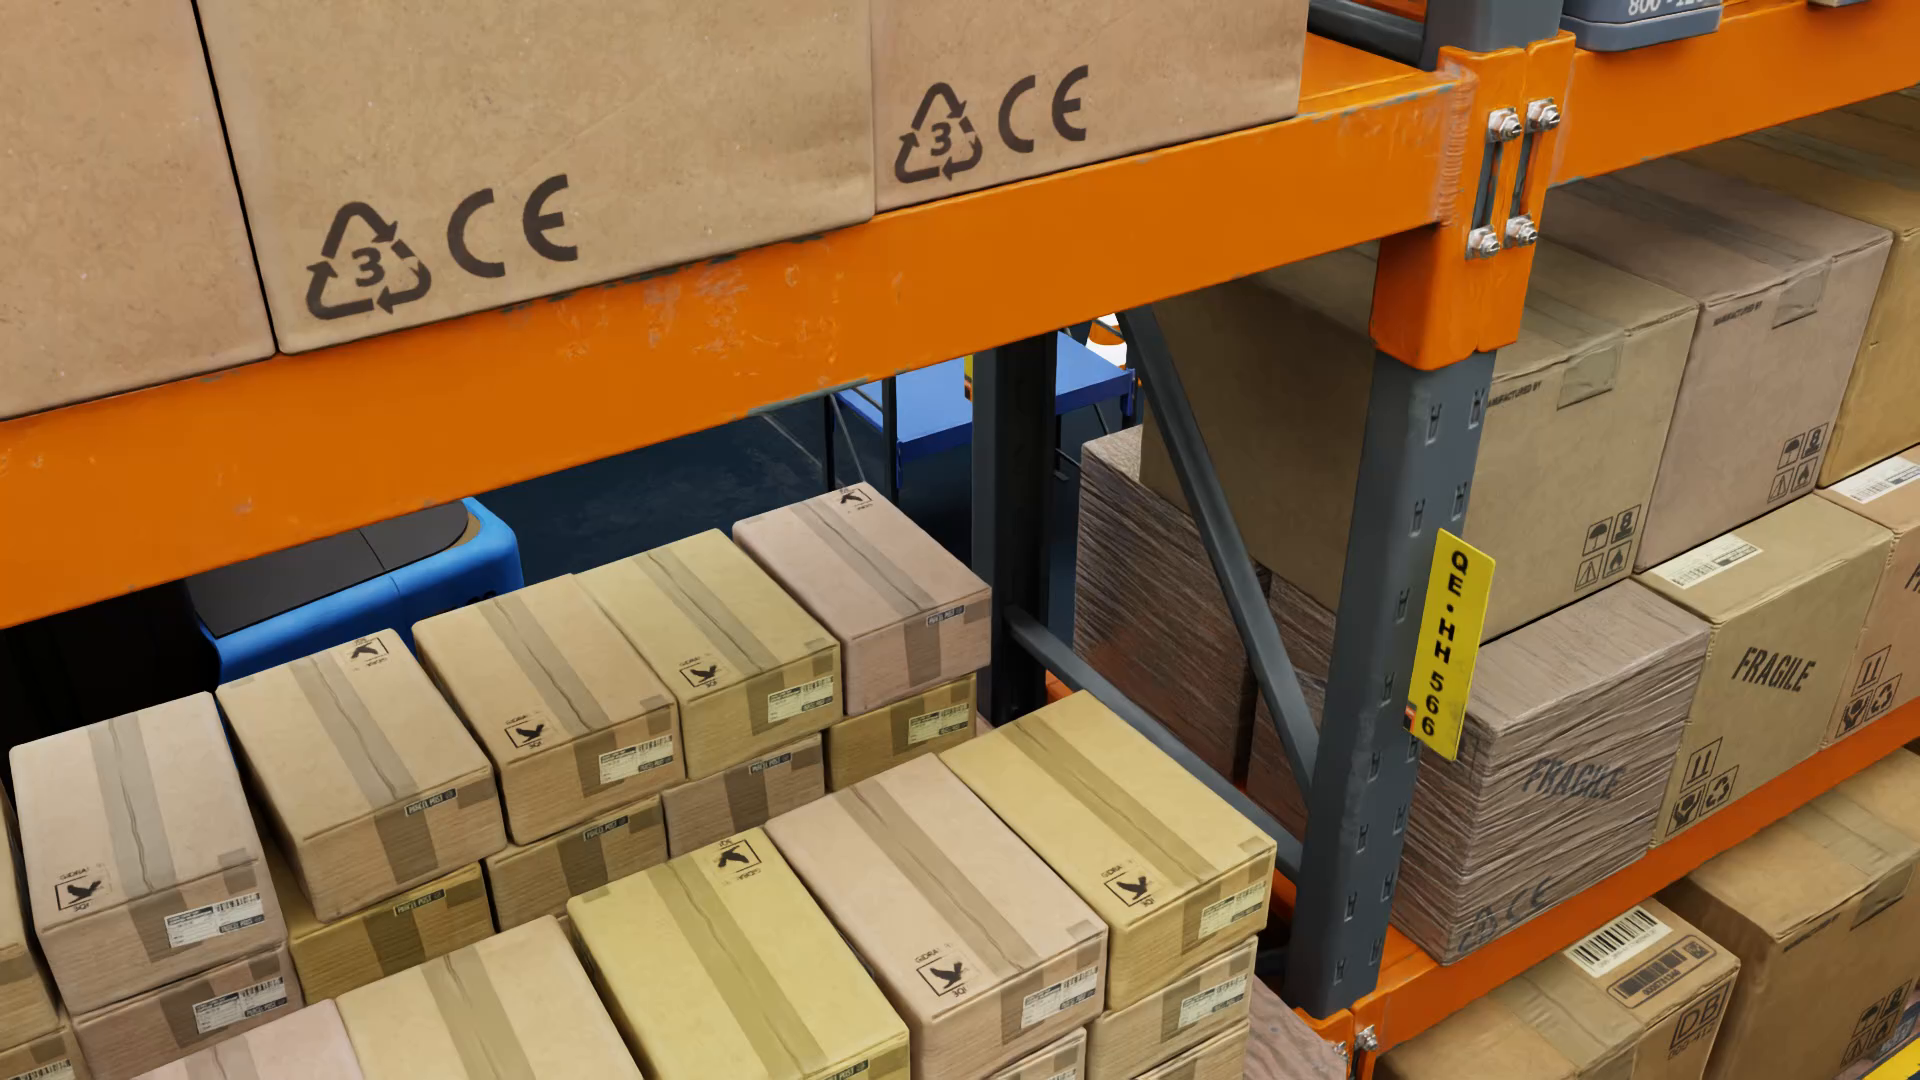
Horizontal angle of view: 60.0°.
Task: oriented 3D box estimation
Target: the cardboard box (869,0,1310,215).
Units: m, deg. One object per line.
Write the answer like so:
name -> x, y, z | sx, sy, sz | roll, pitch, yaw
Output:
cardboard box -> -0.002, -0.675, 1.603 | 0.500, 0.500, 0.500 | -19, 37, -27

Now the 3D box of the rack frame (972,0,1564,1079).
rack frame -> 0.342, 0.359, 2.870 | 0.053, 2.616, 0.949 | -19, 37, -27

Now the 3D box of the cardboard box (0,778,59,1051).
cardboard box -> -1.257, 0.462, 1.991 | 0.250, 0.149, 0.380 | -18, 36, -26

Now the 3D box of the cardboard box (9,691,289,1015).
cardboard box -> -1.035, 0.384, 2.114 | 0.250, 0.149, 0.380 | -17, 36, -25

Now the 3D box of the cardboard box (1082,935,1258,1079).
cardboard box -> 0.172, 0.507, 2.198 | 0.250, 0.149, 0.380 | -18, 37, -26

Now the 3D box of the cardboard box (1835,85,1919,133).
cardboard box -> 2.007, -0.677, 3.481 | 0.500, 0.500, 0.700 | -19, 37, -28

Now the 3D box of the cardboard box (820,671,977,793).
cardboard box -> -0.174, 0.210, 2.669 | 0.250, 0.149, 0.380 | -17, 36, -25

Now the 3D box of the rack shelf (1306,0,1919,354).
rack shelf -> 2.021, -1.185, 3.180 | 4.000, 0.370, 1.077 | -19, 37, -27

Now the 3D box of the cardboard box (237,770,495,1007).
cardboard box -> -0.836, 0.441, 2.303 | 0.250, 0.149, 0.380 | -19, 37, -27

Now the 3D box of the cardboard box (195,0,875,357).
cardboard box -> -0.415, -0.524, 1.364 | 0.500, 0.500, 0.500 | -19, 37, -27

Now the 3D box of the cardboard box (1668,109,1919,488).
cardboard box -> 1.578, -0.529, 3.247 | 0.500, 0.500, 0.700 | -20, 37, -28

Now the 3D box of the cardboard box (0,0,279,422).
cardboard box -> -0.838, -0.382, 1.138 | 0.500, 0.500, 0.500 | -19, 37, -27

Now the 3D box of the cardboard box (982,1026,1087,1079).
cardboard box -> -0.052, 0.585, 2.074 | 0.250, 0.149, 0.380 | -18, 36, -26

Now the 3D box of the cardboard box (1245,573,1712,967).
cardboard box -> 0.864, 0.306, 2.859 | 0.500, 0.500, 0.500 | -19, 37, -27

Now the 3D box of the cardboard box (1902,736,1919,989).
cardboard box -> 2.417, 0.472, 4.406 | 0.750, 0.750, 1.050 | -19, 37, -27

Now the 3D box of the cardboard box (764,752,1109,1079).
cardboard box -> -0.035, 0.453, 2.004 | 0.250, 0.149, 0.380 | -19, 37, -28

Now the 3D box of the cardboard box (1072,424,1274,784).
cardboard box -> 0.574, 0.064, 3.243 | 0.500, 0.500, 0.500 | -19, 37, -27

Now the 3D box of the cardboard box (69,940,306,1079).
cardboard box -> -1.046, 0.512, 2.189 | 0.250, 0.149, 0.380 | -19, 37, -27

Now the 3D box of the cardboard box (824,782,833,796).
cardboard box -> -0.371, 0.402, 2.643 | 0.250, 0.149, 0.380 | -17, 36, -25

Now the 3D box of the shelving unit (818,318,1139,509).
shelving unit -> 0.072, -0.659, 5.889 | 1.048, 1.500, 0.538 | -19, 37, -27

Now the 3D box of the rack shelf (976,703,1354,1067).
rack shelf -> -1.341, 1.240, 2.148 | 4.000, 0.370, 1.077 | -19, 37, -27

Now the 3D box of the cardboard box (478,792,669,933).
cardboard box -> -0.624, 0.368, 2.419 | 0.250, 0.149, 0.380 | -20, 37, -29

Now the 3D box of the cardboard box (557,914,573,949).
cardboard box -> -0.597, 0.480, 2.519 | 0.250, 0.149, 0.380 | -17, 36, -25

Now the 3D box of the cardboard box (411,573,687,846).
cardboard box -> -0.586, 0.229, 2.360 | 0.250, 0.149, 0.380 | -19, 37, -28

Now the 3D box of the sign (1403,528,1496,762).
sign -> 0.642, 0.142, 2.203 | 0.005, 0.325, 0.100 | -19, 37, -27

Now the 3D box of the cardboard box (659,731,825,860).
cardboard box -> -0.401, 0.289, 2.543 | 0.250, 0.149, 0.380 | -17, 36, -25

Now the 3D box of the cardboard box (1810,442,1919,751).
cardboard box -> 1.714, 0.012, 3.325 | 0.500, 0.500, 0.500 | -19, 37, -27

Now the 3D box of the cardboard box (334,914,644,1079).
cardboard box -> -0.478, 0.608, 1.759 | 0.250, 0.149, 0.380 | -18, 36, -26

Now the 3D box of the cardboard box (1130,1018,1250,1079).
cardboard box -> 0.175, 0.635, 2.274 | 0.250, 0.149, 0.380 | -18, 37, -27

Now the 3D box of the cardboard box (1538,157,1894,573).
cardboard box -> 1.148, -0.380, 3.010 | 0.500, 0.500, 0.700 | -20, 37, -28

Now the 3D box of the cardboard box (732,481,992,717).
cardboard box -> -0.157, 0.082, 2.592 | 0.250, 0.149, 0.380 | -19, 37, -27

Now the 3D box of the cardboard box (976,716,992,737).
cardboard box -> -0.145, 0.325, 2.766 | 0.250, 0.149, 0.380 | -20, 37, -28

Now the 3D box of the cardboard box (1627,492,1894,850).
cardboard box -> 1.290, 0.158, 3.094 | 0.500, 0.500, 0.500 | -19, 37, -28

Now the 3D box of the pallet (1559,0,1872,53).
pallet -> 0.853, -1.041, 2.455 | 1.003, 0.211, 1.213 | -17, 36, -25

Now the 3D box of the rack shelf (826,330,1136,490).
rack shelf -> 0.072, -0.507, 5.985 | 1.000, 0.185, 0.538 | -19, 37, -27

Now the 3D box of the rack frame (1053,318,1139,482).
rack frame -> 0.499, -0.806, 6.122 | 0.032, 1.500, 0.500 | -19, 37, -27

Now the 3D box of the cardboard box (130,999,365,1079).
cardboard box -> -0.684, 0.675, 1.653 | 0.250, 0.149, 0.380 | -19, 37, -27

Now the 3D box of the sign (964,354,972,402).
sign -> 0.037, -0.380, 2.956 | 0.005, 0.325, 0.100 | -19, 37, -27

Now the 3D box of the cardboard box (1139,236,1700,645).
cardboard box -> 0.723, -0.233, 2.777 | 0.500, 0.500, 0.700 | -19, 37, -28

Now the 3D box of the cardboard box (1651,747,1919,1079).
cardboard box -> 1.634, 0.741, 3.978 | 0.750, 0.750, 1.050 | -18, 37, -27

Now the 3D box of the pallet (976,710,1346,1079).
pallet -> -0.201, 0.692, 2.521 | 1.003, 0.211, 1.213 | -19, 37, -27

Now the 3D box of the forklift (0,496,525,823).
forklift -> -2.573, -0.026, 3.545 | 3.031, 2.935, 1.130 | -25, 40, -34

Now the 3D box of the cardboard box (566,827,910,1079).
cardboard box -> -0.256, 0.529, 1.884 | 0.250, 0.149, 0.380 | -18, 36, -26

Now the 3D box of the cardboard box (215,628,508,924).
cardboard box -> -0.809, 0.305, 2.239 | 0.250, 0.149, 0.380 | -21, 38, -29

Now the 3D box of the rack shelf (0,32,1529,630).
rack shelf -> -1.341, -0.029, 1.347 | 4.000, 0.370, 1.077 | -19, 37, -27

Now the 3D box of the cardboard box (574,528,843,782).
cardboard box -> -0.377, 0.160, 2.469 | 0.250, 0.149, 0.380 | -20, 37, -29

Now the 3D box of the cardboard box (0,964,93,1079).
cardboard box -> -1.256, 0.583, 2.078 | 0.250, 0.149, 0.380 | -19, 37, -28

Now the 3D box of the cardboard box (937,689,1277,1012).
cardboard box -> 0.177, 0.382, 2.118 | 0.250, 0.149, 0.380 | -21, 38, -29

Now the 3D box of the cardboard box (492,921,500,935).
cardboard box -> -0.823, 0.559, 2.394 | 0.250, 0.149, 0.380 | -17, 36, -25

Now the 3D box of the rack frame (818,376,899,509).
rack frame -> -0.356, -0.512, 5.656 | 0.032, 1.500, 0.500 | -19, 37, -27

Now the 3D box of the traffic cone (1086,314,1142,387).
traffic cone -> 0.652, -0.930, 7.291 | 0.334, 0.463, 0.336 | -19, 37, -27

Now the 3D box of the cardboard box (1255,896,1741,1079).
cardboard box -> 0.901, 0.995, 3.575 | 0.750, 0.750, 1.050 | -20, 37, -28

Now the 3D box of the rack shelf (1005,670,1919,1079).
rack shelf -> 2.021, 0.083, 3.981 | 4.000, 0.370, 1.077 | -19, 37, -27

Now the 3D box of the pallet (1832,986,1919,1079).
pallet -> 2.068, 0.992, 4.479 | 1.213, 0.211, 1.003 | -19, 37, -27
